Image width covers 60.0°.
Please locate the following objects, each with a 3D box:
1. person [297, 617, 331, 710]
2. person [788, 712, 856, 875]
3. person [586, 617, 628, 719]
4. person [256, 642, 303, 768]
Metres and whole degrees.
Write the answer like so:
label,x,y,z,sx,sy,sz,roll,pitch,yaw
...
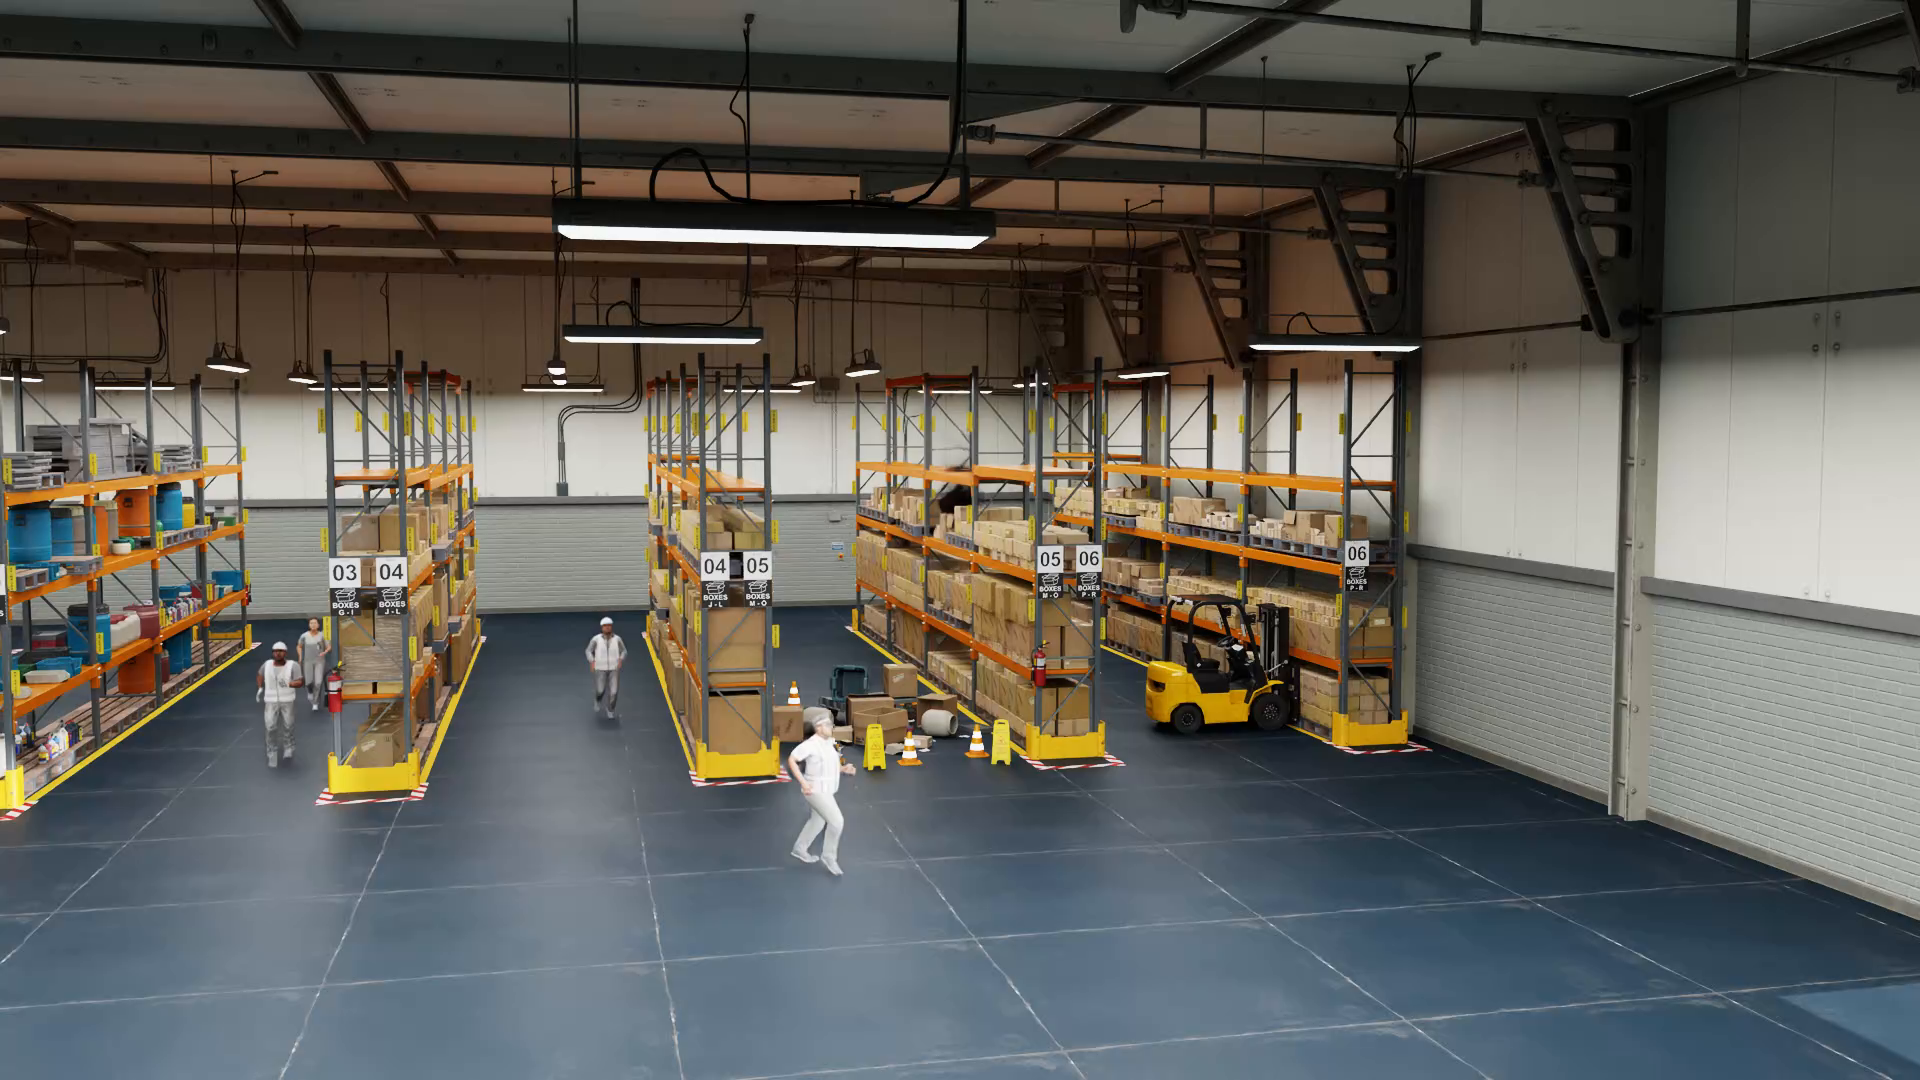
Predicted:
label,x,y,z,sx,sy,sz,roll,pitch,yaw
person,-11.341,2.165,29.199,0.564,1.628,0.565,-1,4,-19
person,-1.558,2.832,18.634,0.795,1.826,0.671,1,4,20
person,-5.989,2.183,28.260,0.696,1.733,0.588,-1,4,-18
person,-9.998,2.414,24.438,0.658,1.843,0.769,-1,4,-17
